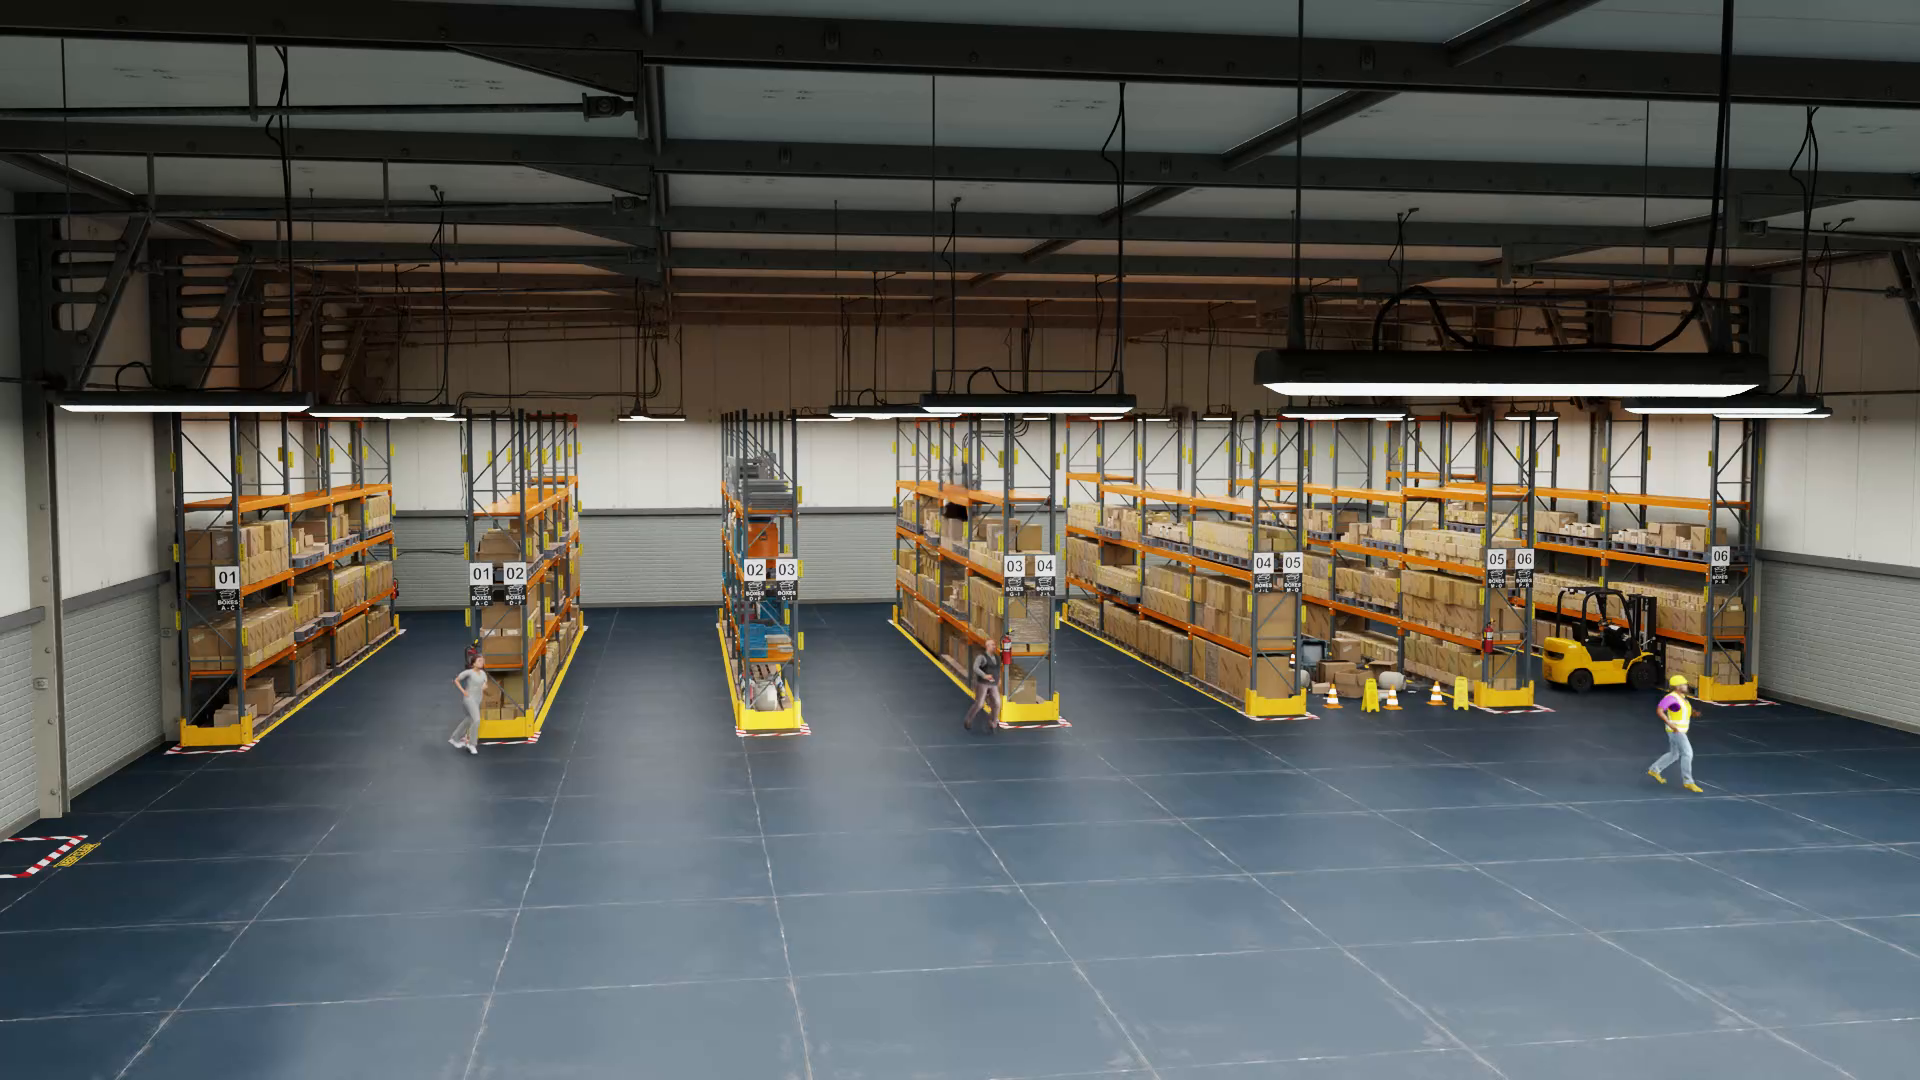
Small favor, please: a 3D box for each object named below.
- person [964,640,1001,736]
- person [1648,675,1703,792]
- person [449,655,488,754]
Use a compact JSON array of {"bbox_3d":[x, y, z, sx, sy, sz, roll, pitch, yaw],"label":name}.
[{"bbox_3d":[0.523,2.727,30.874,0.732,1.745,0.784,-3,5,-38],"label":"person"},{"bbox_3d":[11.232,3.009,26.057,0.841,1.789,0.688,2,5,32],"label":"person"},{"bbox_3d":[-8.613,2.880,29.249,0.700,1.720,0.577,2,4,24],"label":"person"}]
